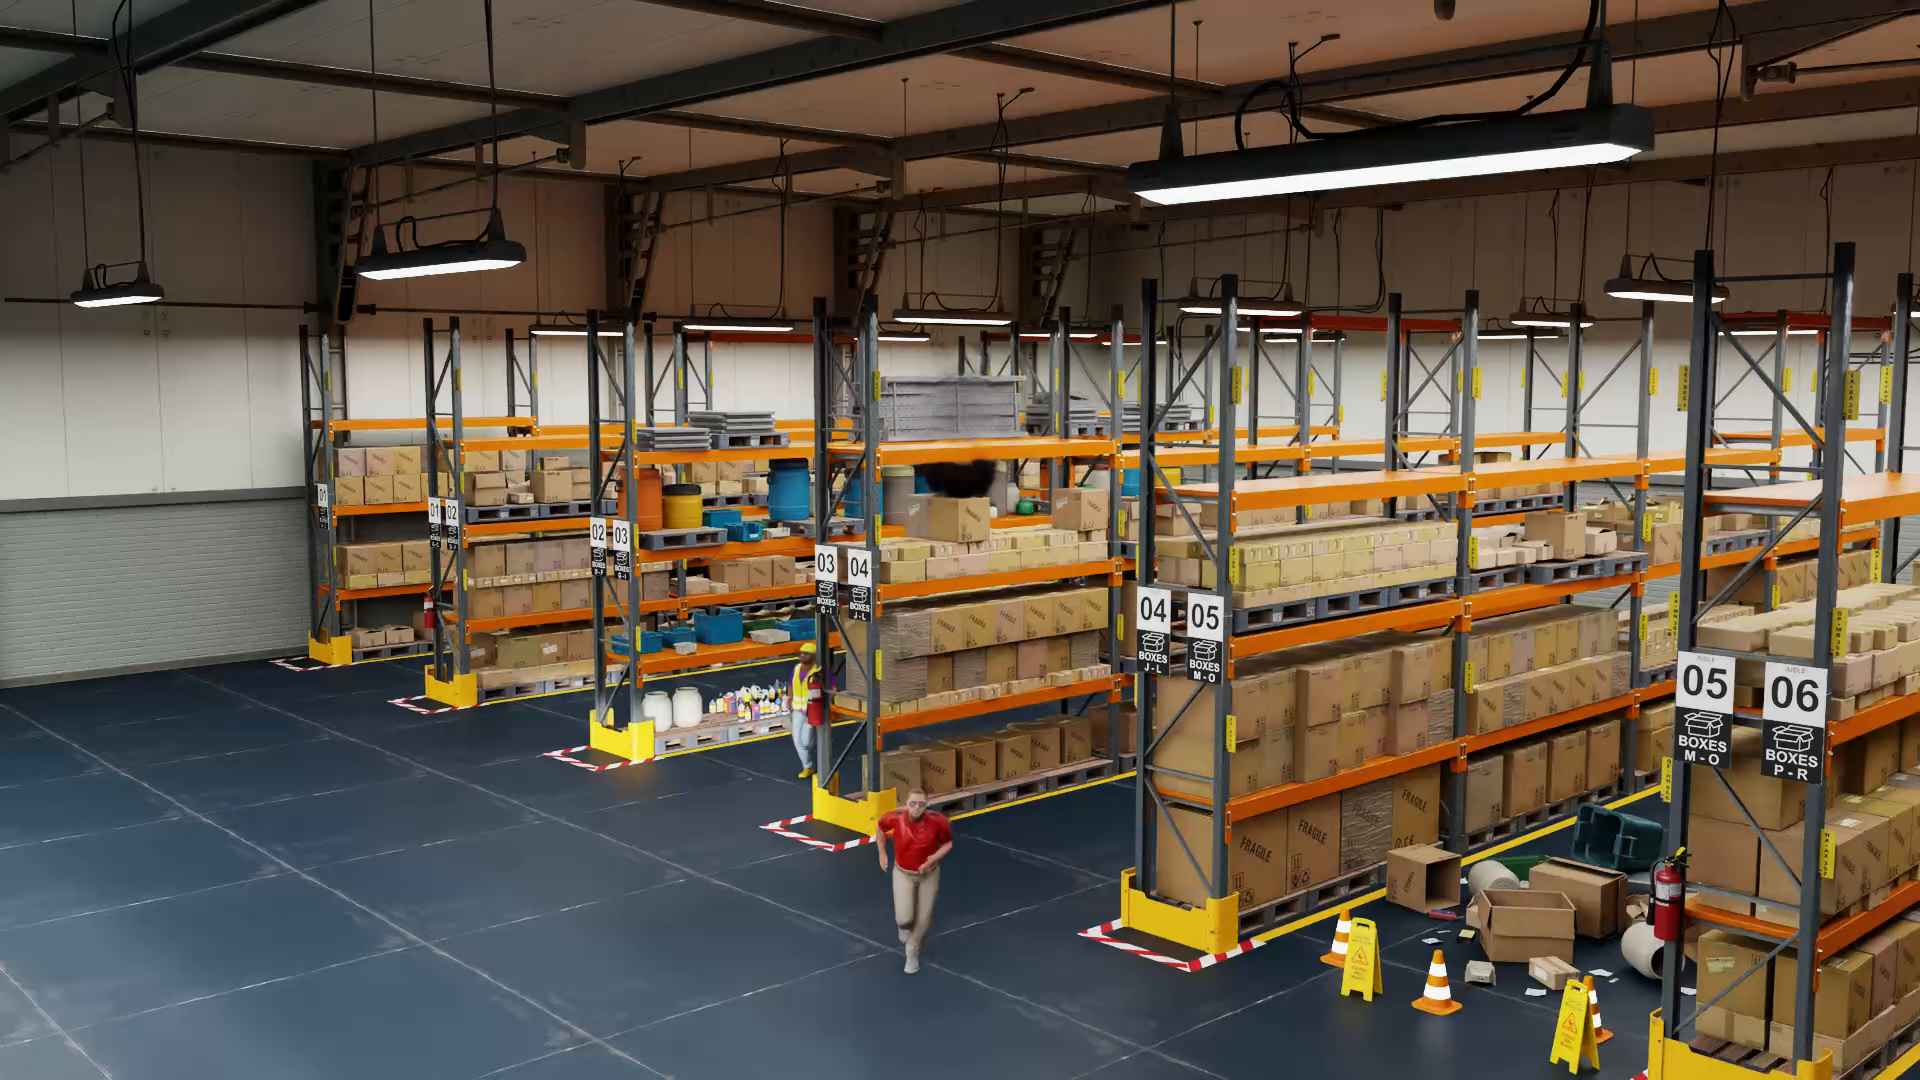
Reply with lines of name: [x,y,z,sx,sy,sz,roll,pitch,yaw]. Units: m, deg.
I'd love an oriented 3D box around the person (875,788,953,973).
person: [-0.391,2.917,14.315,0.652,1.655,0.748,-1,6,-6]

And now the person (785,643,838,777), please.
person: [-1.936,2.167,21.300,0.703,1.723,0.588,3,7,28]
